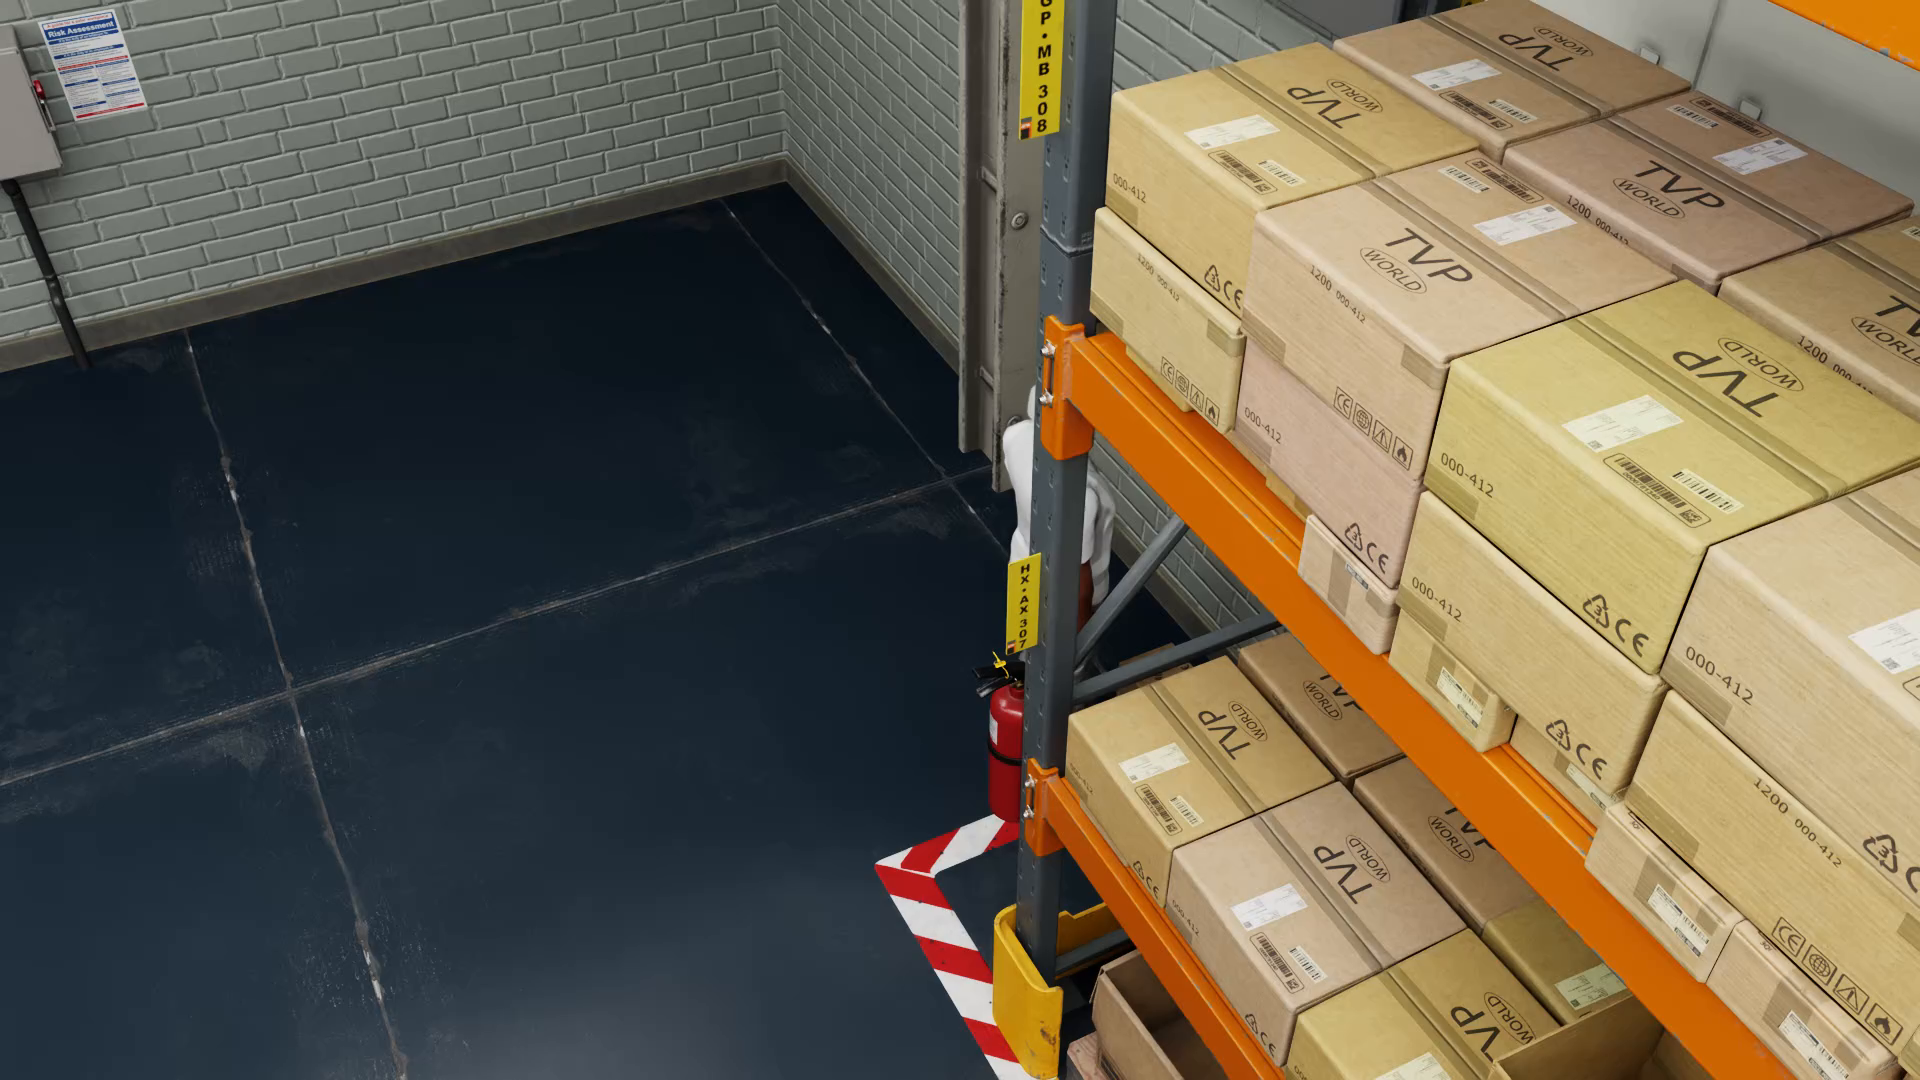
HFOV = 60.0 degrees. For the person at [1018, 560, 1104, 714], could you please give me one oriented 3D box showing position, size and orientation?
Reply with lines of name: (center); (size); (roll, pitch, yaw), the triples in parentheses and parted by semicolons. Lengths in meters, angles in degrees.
person: (0.344, 0.117, 5.989); (0.301, 1.664, 0.560); (-12, 43, -14)
